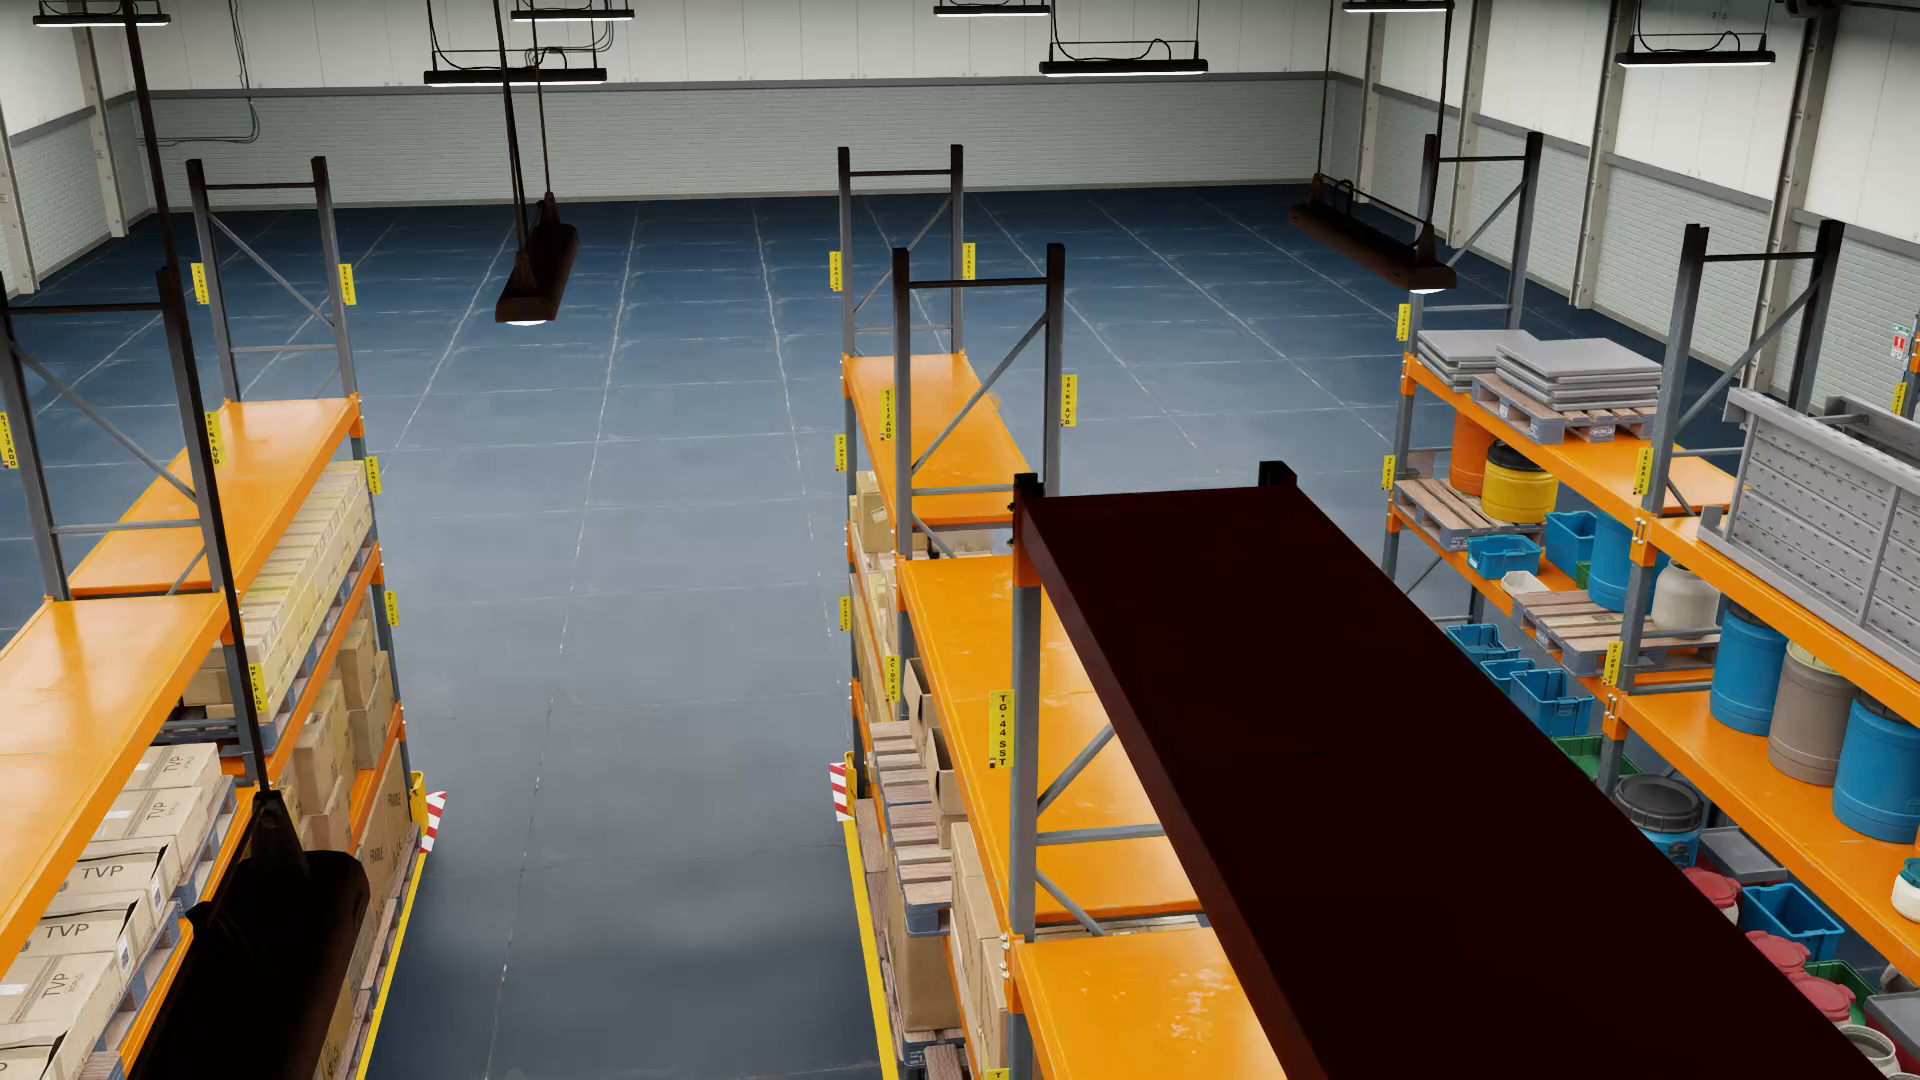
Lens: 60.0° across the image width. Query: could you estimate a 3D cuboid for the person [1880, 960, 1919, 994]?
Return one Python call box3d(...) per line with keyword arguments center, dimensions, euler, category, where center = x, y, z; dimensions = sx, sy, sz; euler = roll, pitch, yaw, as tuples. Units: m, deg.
box3d(center=(6.745, 3.059, 11.644), dimensions=(0.506, 1.649, 0.769), euler=(3, 22, 8), category="person")
